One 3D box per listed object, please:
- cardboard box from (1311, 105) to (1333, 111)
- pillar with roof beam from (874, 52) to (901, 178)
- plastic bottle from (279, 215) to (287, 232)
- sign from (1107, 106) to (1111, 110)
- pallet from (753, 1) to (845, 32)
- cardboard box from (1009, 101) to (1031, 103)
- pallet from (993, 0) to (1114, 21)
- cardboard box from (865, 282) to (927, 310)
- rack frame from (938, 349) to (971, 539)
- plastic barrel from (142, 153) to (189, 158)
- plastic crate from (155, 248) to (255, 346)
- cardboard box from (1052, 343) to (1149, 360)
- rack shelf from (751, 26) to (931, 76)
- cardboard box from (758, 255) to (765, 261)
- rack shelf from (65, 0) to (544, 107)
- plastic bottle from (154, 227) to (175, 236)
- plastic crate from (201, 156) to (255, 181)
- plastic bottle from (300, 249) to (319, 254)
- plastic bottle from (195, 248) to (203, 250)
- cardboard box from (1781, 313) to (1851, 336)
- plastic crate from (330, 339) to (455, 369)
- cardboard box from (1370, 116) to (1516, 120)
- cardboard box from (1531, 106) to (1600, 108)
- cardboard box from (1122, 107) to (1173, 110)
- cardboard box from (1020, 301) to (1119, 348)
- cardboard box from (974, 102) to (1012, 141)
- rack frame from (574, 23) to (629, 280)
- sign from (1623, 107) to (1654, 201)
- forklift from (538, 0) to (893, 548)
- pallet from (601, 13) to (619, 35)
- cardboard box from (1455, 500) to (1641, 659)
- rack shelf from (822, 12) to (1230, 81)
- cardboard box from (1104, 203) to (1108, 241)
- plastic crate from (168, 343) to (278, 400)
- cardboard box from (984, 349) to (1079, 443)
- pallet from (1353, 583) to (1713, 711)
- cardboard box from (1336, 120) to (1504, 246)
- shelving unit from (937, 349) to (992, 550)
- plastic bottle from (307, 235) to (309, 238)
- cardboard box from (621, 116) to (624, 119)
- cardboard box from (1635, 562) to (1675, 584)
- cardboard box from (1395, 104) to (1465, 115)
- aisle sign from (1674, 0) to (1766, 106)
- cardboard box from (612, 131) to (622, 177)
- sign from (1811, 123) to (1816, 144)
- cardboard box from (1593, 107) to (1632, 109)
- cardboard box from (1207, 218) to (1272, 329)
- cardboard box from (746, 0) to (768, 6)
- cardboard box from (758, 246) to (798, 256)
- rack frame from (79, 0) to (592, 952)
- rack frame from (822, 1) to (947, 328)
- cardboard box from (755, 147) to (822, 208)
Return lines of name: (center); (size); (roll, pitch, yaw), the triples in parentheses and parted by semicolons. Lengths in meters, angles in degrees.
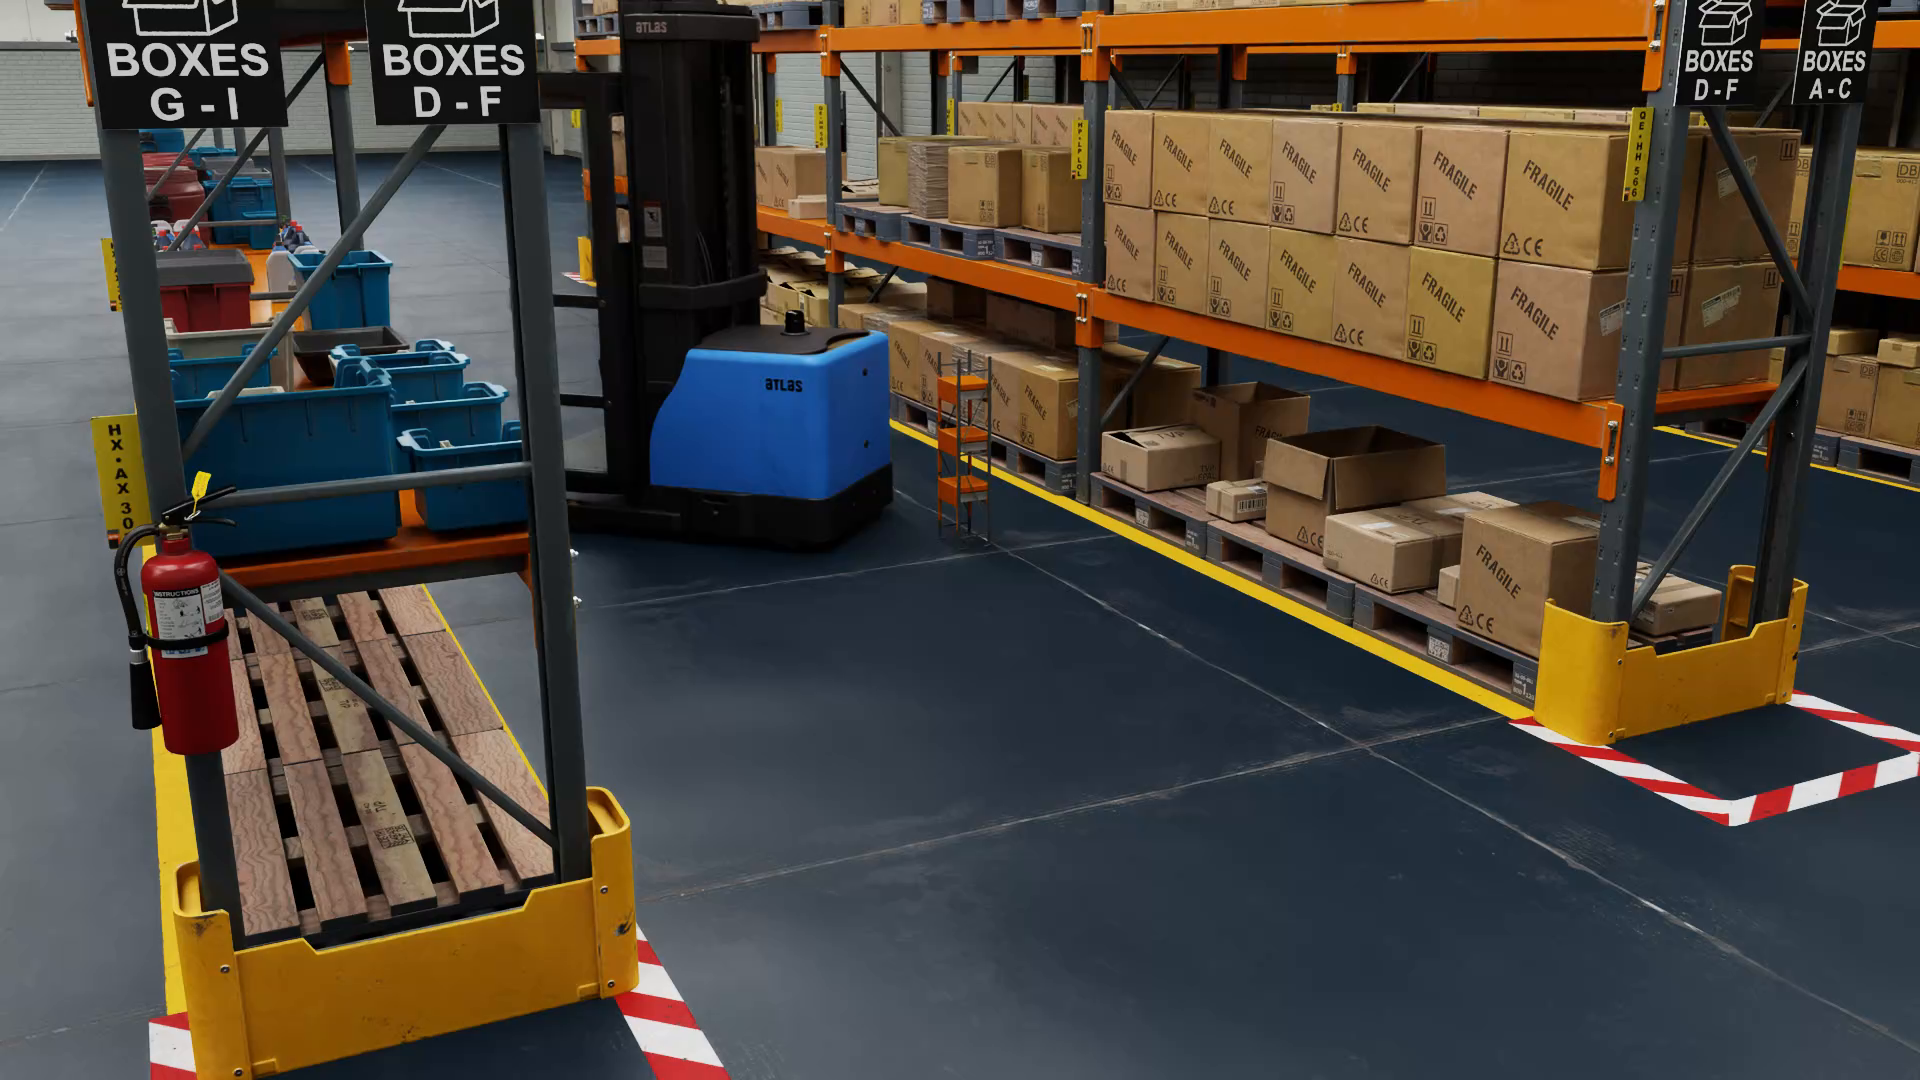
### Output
cardboard box: (3.542, -4.043, 15.748); (0.380, 0.149, 0.250); (-11, 19, -34)
pillar with roof beam: (-5.045, -9.078, 24.571); (9.100, 9.000, 0.400); (-8, 18, -25)
plastic bottle: (-4.471, -2.010, 11.029); (0.061, 0.283, 0.133); (-8, 18, -25)
sign: (1.637, -4.653, 18.456); (0.100, 0.325, 0.005); (-8, 18, -25)
pallet: (-0.955, -4.221, 13.427); (1.213, 0.211, 1.003); (-7, 17, -22)
cardboard box: (0.767, -5.503, 21.864); (0.500, 0.500, 0.500); (-8, 18, -26)
pallet: (0.953, -3.242, 10.014); (1.213, 0.211, 1.003); (-8, 18, -25)
cardboard box: (-0.543, -2.028, 14.086); (0.500, 0.311, 0.500); (-7, 17, -23)
rack frame: (-0.030, -0.522, 9.165); (0.200, 1.050, 0.008); (-8, 18, -25)
plastic barrel: (-6.562, -2.908, 13.701); (0.433, 0.535, 0.433); (0, 16, 0)
plastic crate: (-3.114, -0.931, 6.832); (0.402, 0.464, 0.583); (-8, 18, -25)
cardboard box: (0.939, -1.011, 11.070); (0.500, 0.500, 0.500); (-7, 18, -24)
rack shelf: (-1.453, -4.305, 14.679); (1.077, 0.370, 4.000); (-8, 18, -25)
cardboard box: (-2.158, -2.597, 16.069); (0.500, 0.311, 0.500); (-8, 18, -26)
rack shelf: (-2.403, -1.723, 5.684); (1.077, 0.370, 4.000); (-8, 18, -25)
plastic bottle: (-4.930, -1.794, 10.290); (0.152, 0.276, 0.135); (-8, 18, -25)
plastic crate: (-6.297, -3.055, 14.341); (0.402, 0.464, 0.583); (-8, 18, -25)
plastic bottle: (-3.545, -1.454, 9.104); (0.152, 0.276, 0.135); (-8, 18, -25)
plastic bottle: (-3.846, -1.305, 8.451); (0.144, 0.351, 0.185); (-8, 18, -25)
cardboard box: (5.977, -1.495, 11.615); (0.380, 0.149, 0.250); (-8, 18, -25)
plastic crate: (-2.047, -0.582, 6.034); (0.416, 0.233, 0.300); (-8, 18, -25)
cardboard box: (2.296, -1.779, 8.017); (0.500, 0.500, 0.500); (-8, 18, -25)
cardboard box: (4.975, -3.410, 13.578); (0.500, 0.250, 0.500); (-8, 18, -26)
cardboard box: (2.104, -4.744, 19.219); (0.500, 0.500, 0.500); (-8, 18, -26)
cardboard box: (0.744, -1.489, 11.375); (0.500, 0.250, 0.500); (-8, 18, -25)
cardboard box: (0.516, -5.315, 21.211); (0.500, 0.500, 0.500); (-8, 18, -25)
rack frame: (-4.082, -4.696, 20.178); (1.000, 3.000, 0.127); (-8, 18, -25)
sign: (2.420, -1.375, 5.933); (0.100, 0.325, 0.005); (-8, 18, -25)
forklift: (-1.967, -1.591, 9.481); (3.031, 2.935, 1.130); (6, 17, 19)
pallet: (-3.257, -5.614, 18.099); (1.003, 0.211, 1.213); (-8, 18, -25)
cardboard box: (2.468, 0.156, 7.003); (0.500, 0.500, 0.500); (-8, 18, -25)
rack shelf: (0.299, -3.313, 11.223); (1.077, 0.370, 4.000); (-8, 18, -25)
cardboard box: (1.169, -2.115, 10.241); (0.500, 0.500, 0.700); (15, 22, 42)
plastic crate: (-2.657, -0.558, 5.952); (0.416, 0.233, 0.300); (-8, 18, -25)
cardboard box: (0.492, -0.942, 10.830); (0.500, 0.500, 0.500); (-8, 18, -25)
pallet: (2.544, 0.395, 7.492); (1.003, 0.211, 1.213); (-8, 18, -25)
cardboard box: (2.032, -1.588, 7.352); (0.500, 0.500, 0.500); (-7, 17, -23)
shelving unit: (0.023, -0.491, 9.060); (0.215, 1.050, 0.252); (-8, 18, -25)
plastic bottle: (-3.831, -1.648, 9.767); (0.061, 0.283, 0.133); (-8, 18, -25)
cardboard box: (-3.409, -4.983, 18.643); (0.700, 0.500, 0.500); (-8, 18, -25)
cardboard box: (2.943, 0.214, 7.406); (0.380, 0.166, 0.250); (-8, 18, -25)
cardboard box: (4.077, -3.596, 14.229); (0.500, 0.250, 0.500); (-8, 18, -26)
aisle sign: (2.682, -1.925, 5.806); (0.394, 0.787, 0.004); (-8, 18, -25)
cardboard box: (-3.655, -4.497, 19.304); (0.700, 0.500, 0.500); (-7, 17, -23)
sign: (6.125, -2.842, 12.003); (0.100, 0.325, 0.005); (-8, 18, -25)
cardboard box: (5.200, -3.280, 13.125); (0.500, 0.250, 0.500); (-8, 18, -27)
cardboard box: (1.598, -1.359, 8.366); (0.500, 0.500, 0.500); (-8, 18, -25)
cardboard box: (-1.547, -4.795, 14.593); (0.500, 0.250, 0.500); (-9, 18, -30)
cardboard box: (-1.894, -2.788, 16.736); (0.500, 0.311, 0.500); (-8, 18, -25)
rack frame: (-1.527, -0.131, 4.270); (1.000, 3.000, 0.127); (-8, 18, -25)
rack frame: (-0.577, -2.713, 13.265); (1.000, 3.000, 0.127); (-8, 18, -25)
cardboard box: (-1.558, -3.305, 15.149); (0.500, 0.500, 0.500); (-8, 18, -25)
